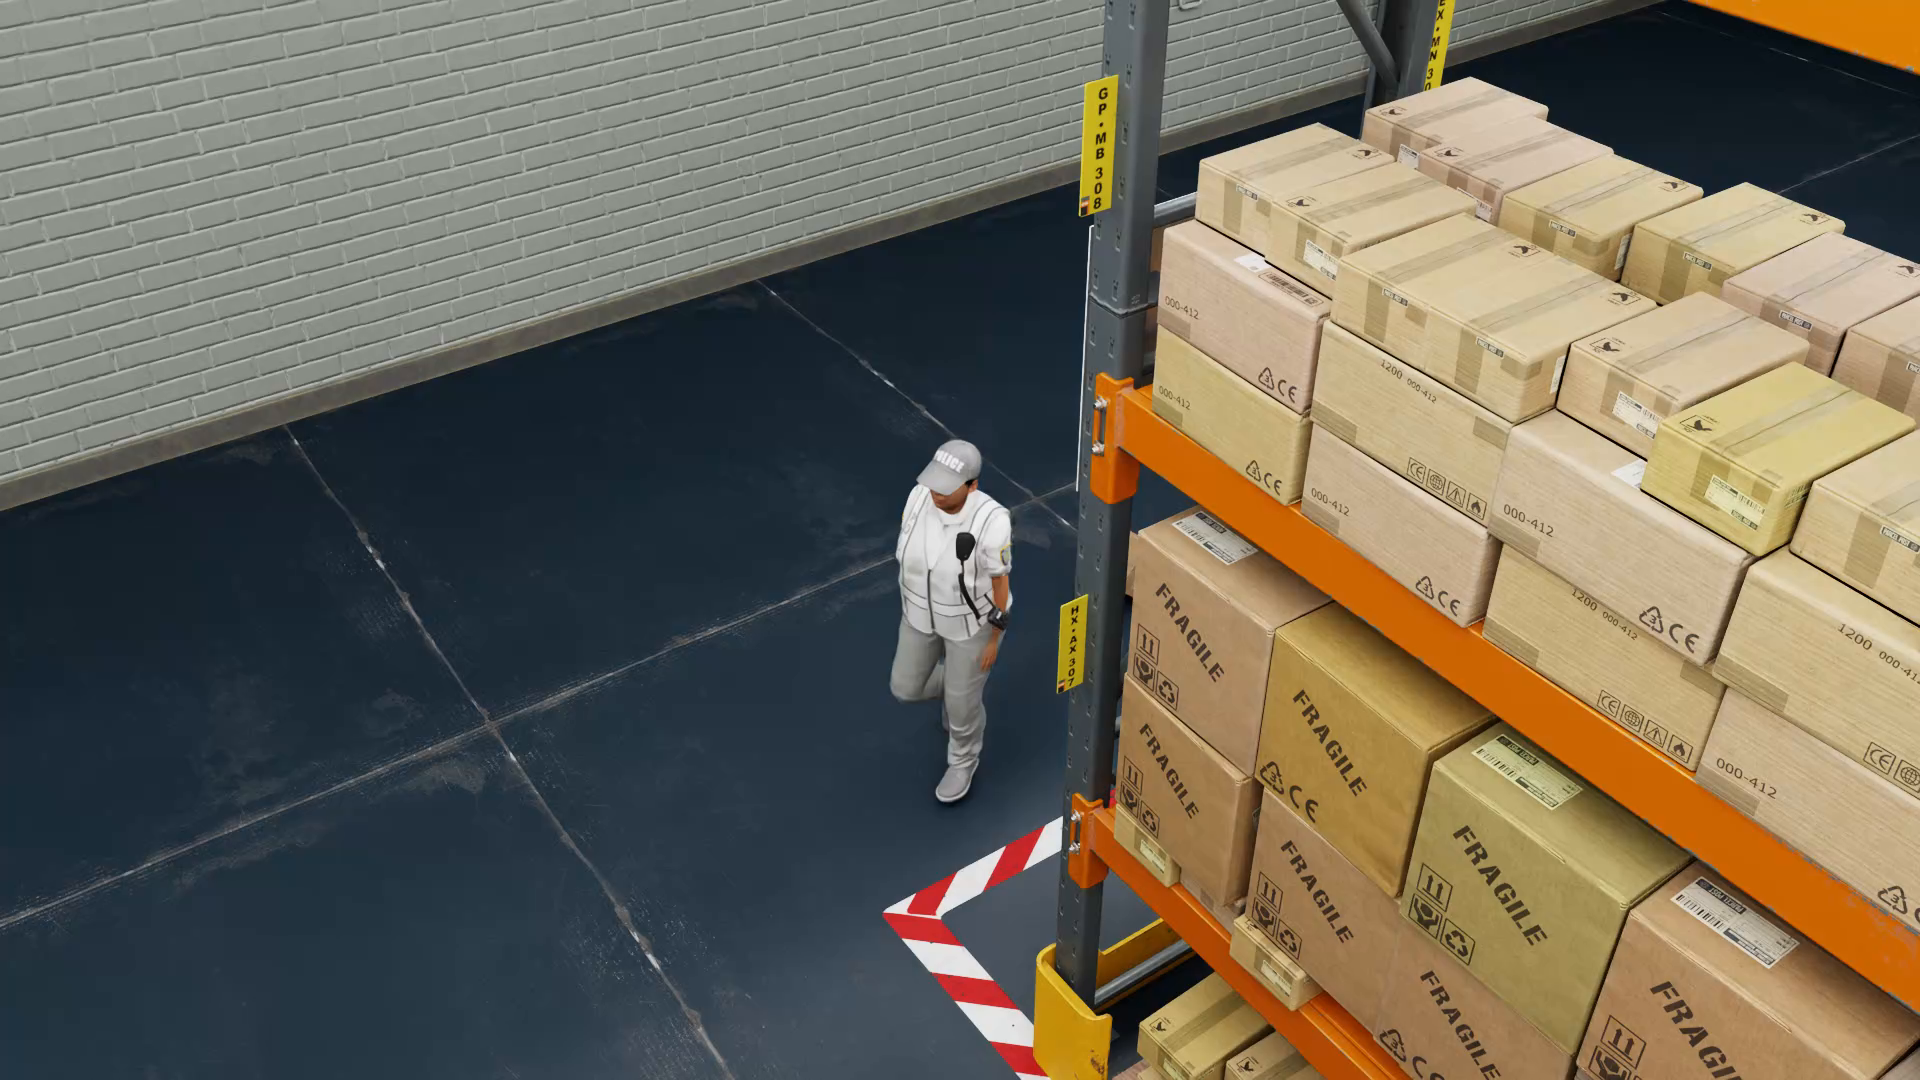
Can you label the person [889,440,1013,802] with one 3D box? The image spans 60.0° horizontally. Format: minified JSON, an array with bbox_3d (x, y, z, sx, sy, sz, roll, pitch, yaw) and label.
[{"bbox_3d":[-0.006,0.268,6.600,0.488,1.650,0.538,18,40,22],"label":"person"}]
